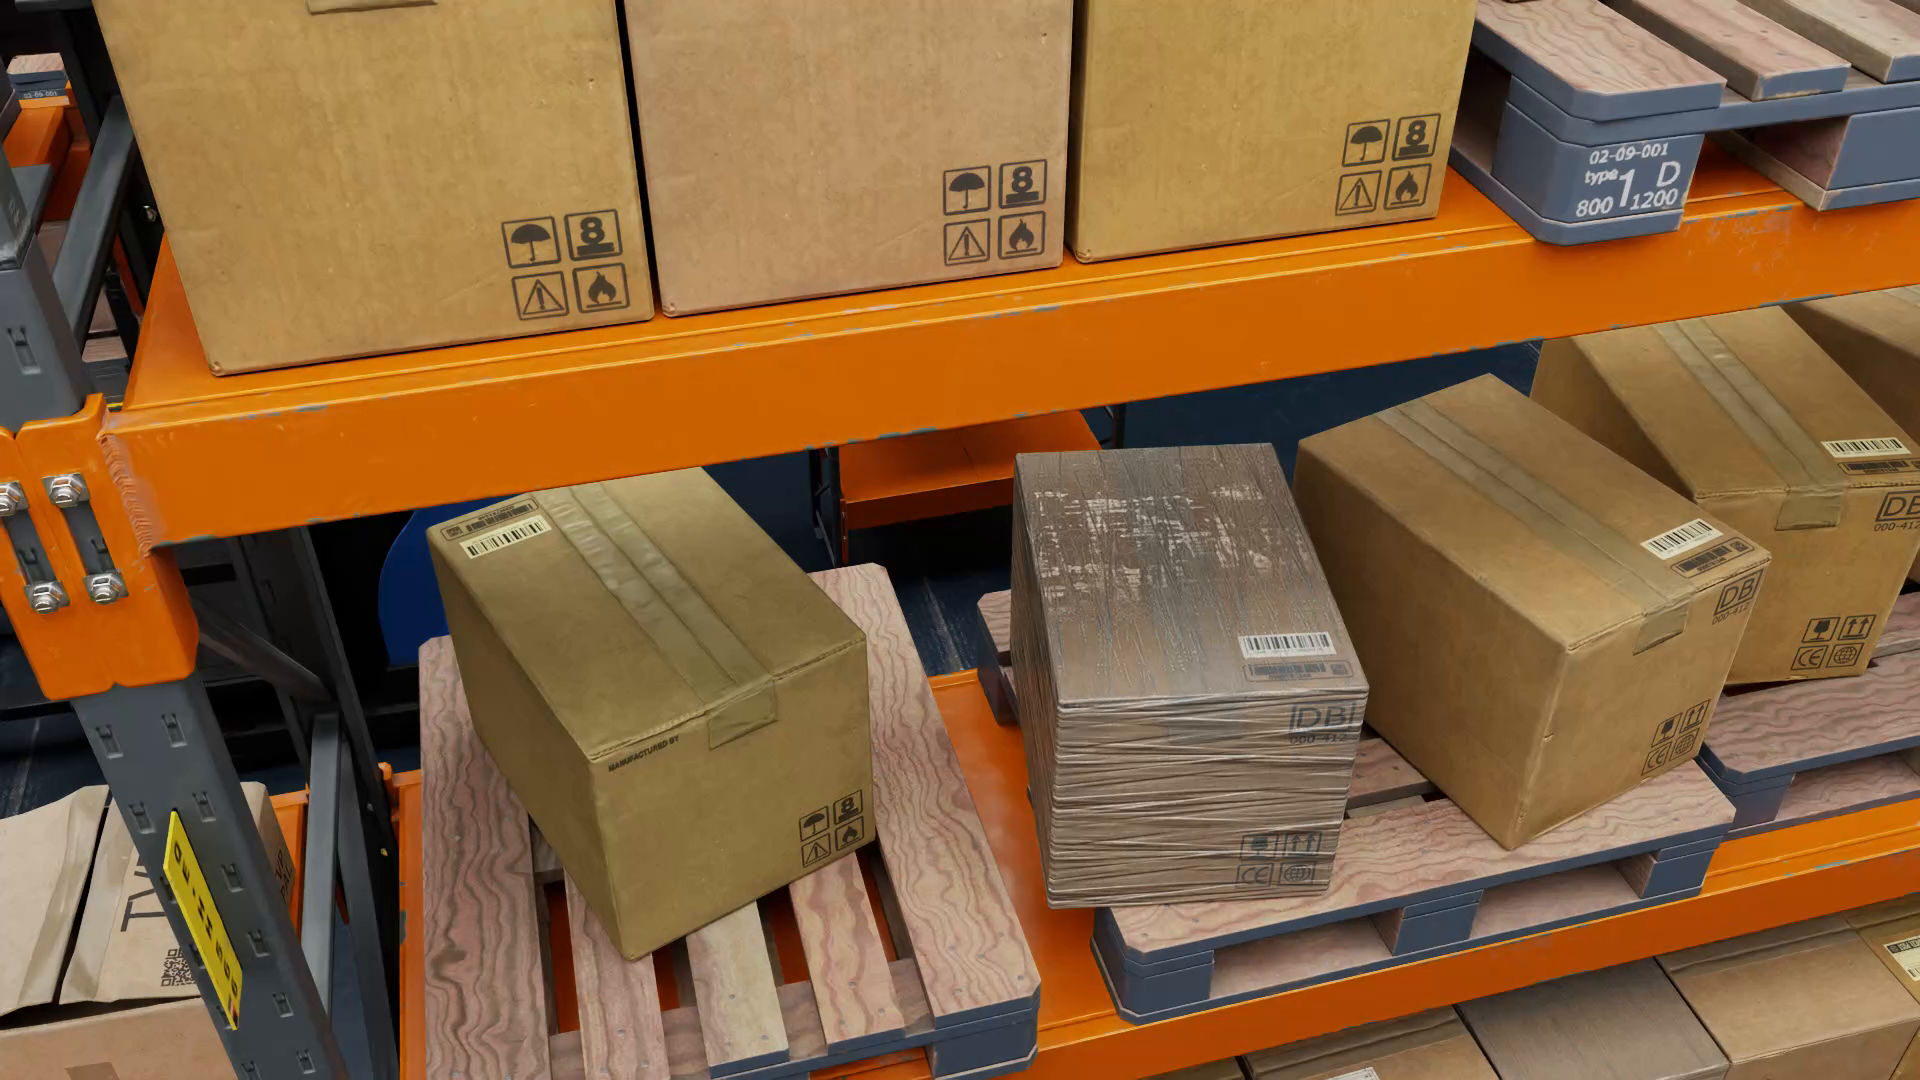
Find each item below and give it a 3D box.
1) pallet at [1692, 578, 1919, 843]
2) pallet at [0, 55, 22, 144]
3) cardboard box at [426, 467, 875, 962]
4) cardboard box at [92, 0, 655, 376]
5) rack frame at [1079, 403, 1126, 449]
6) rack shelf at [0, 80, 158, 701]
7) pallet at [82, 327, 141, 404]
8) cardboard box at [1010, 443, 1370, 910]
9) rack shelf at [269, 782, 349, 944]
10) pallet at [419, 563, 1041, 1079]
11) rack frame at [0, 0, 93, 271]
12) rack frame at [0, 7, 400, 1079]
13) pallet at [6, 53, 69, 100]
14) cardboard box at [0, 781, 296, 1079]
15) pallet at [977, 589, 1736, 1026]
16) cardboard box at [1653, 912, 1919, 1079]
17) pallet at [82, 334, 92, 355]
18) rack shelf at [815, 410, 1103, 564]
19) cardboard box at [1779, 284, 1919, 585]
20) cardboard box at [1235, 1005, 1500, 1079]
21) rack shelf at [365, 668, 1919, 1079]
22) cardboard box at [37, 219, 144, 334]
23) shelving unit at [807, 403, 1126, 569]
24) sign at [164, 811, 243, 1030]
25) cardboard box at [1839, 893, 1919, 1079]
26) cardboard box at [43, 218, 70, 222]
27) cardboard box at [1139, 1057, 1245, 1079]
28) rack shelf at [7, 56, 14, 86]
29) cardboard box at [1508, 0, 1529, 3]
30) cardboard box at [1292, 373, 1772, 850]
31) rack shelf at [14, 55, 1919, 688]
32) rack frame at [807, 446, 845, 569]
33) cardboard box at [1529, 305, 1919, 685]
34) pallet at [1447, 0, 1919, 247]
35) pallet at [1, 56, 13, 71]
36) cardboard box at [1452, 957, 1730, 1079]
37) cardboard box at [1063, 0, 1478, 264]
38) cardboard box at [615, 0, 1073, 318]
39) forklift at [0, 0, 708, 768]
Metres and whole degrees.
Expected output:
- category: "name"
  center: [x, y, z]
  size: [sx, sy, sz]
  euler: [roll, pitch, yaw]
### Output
- category: "pallet"
  center: [1.928, 0.141, 3.754]
  size: [1.213, 0.211, 1.003]
  euler: [-9, 38, -12]
- category: "pallet"
  center: [-1.766, -0.320, 1.886]
  size: [1.003, 0.211, 1.213]
  euler: [-8, 38, -10]
- category: "cardboard box"
  center: [-0.555, 0.264, 3.008]
  size: [0.500, 0.500, 0.700]
  euler: [-23, 43, -27]
- category: "cardboard box"
  center: [-0.721, -0.684, 2.124]
  size: [0.500, 0.500, 0.910]
  euler: [-9, 38, -12]
- category: "rack frame"
  center: [0.497, -0.528, 6.015]
  size: [0.032, 1.125, 0.500]
  euler: [-9, 38, -12]
- category: "rack shelf"
  center: [-3.065, 0.047, 1.843]
  size: [4.000, 0.370, 1.077]
  euler: [-9, 38, -12]
- category: "pallet"
  center: [-3.184, -1.038, 7.434]
  size: [1.213, 0.211, 1.003]
  euler: [-9, 38, -12]
- category: "cardboard box"
  center: [0.378, 0.231, 3.051]
  size: [0.500, 0.500, 0.700]
  euler: [-3, 37, -3]
- category: "rack shelf"
  center: [-3.065, 1.239, 2.754]
  size: [4.000, 0.370, 1.077]
  euler: [-9, 38, -12]
- category: "pallet"
  center: [-0.498, 0.564, 3.202]
  size: [1.003, 0.211, 1.213]
  euler: [-9, 38, -12]
- category: "rack frame"
  center: [-1.134, -1.747, 1.127]
  size: [0.127, 3.000, 1.000]
  euler: [-9, 38, -12]
- category: "rack frame"
  center: [-1.134, 0.636, 2.949]
  size: [0.127, 3.000, 1.000]
  euler: [-9, 38, -12]
- category: "pallet"
  center: [-3.089, -2.017, 6.576]
  size: [1.003, 0.211, 1.213]
  euler: [-9, 38, -12]
- category: "cardboard box"
  center: [-1.496, 0.704, 2.935]
  size: [0.500, 0.311, 0.500]
  euler: [-7, 38, -9]
- category: "pallet"
  center: [0.742, 0.402, 3.414]
  size: [1.213, 0.211, 1.003]
  euler: [-9, 38, -12]
- category: "cardboard box"
  center: [1.847, 1.140, 3.986]
  size: [0.500, 0.500, 0.500]
  euler: [-9, 38, -12]
- category: "pallet"
  center: [-4.359, -0.847, 7.184]
  size: [1.213, 0.211, 1.003]
  euler: [-9, 38, -12]
- category: "rack shelf"
  center: [0.007, -0.254, 6.058]
  size: [1.000, 0.278, 0.538]
  euler: [-9, 38, -12]
- category: "cardboard box"
  center: [2.212, -0.260, 3.693]
  size: [0.500, 0.500, 0.700]
  euler: [-23, 43, -27]
- category: "cardboard box"
  center: [0.872, 1.301, 3.775]
  size: [0.500, 0.500, 0.500]
  euler: [-11, 39, -13]
- category: "rack shelf"
  center: [0.797, 0.605, 3.582]
  size: [4.000, 0.370, 1.077]
  euler: [-9, 38, -12]
- category: "cardboard box"
  center: [-3.638, -1.293, 7.166]
  size: [0.500, 0.500, 0.700]
  euler: [-9, 38, -12]
- category: "shelving unit"
  center: [0.007, -0.448, 5.910]
  size: [1.048, 1.125, 0.538]
  euler: [-9, 38, -12]
- category: "sign"
  center: [-0.986, 0.501, 2.173]
  size: [0.005, 0.325, 0.100]
  euler: [-9, 38, -12]
- category: "cardboard box"
  center: [2.326, 1.067, 4.082]
  size: [0.500, 0.500, 0.500]
  euler: [-10, 38, -12]
- category: "cardboard box"
  center: [-3.677, -1.550, 6.886]
  size: [0.500, 0.250, 0.500]
  euler: [-9, 38, -11]
- category: "cardboard box"
  center: [0.370, 1.387, 3.663]
  size: [0.500, 0.500, 0.500]
  euler: [-10, 38, -13]
- category: "rack shelf"
  center: [-4.360, -1.666, 6.552]
  size: [4.000, 0.370, 1.077]
  euler: [-9, 38, -12]
- category: "cardboard box"
  center: [0.935, -1.186, 2.352]
  size: [0.600, 0.600, 0.600]
  euler: [-11, 39, -14]
- category: "cardboard box"
  center: [1.038, 0.112, 3.207]
  size: [0.500, 0.500, 0.700]
  euler: [-19, 41, -23]
- category: "rack shelf"
  center: [0.797, -0.586, 2.671]
  size: [4.000, 0.370, 1.077]
  euler: [-9, 38, -12]
- category: "rack frame"
  center: [-0.484, -0.367, 5.804]
  size: [0.032, 1.125, 0.500]
  euler: [-9, 38, -12]
- category: "cardboard box"
  center: [1.565, -0.114, 3.502]
  size: [0.500, 0.500, 0.700]
  euler: [-4, 38, -5]
- category: "pallet"
  center: [1.080, -0.886, 2.625]
  size: [1.003, 0.211, 1.213]
  euler: [-9, 38, -12]
- category: "pallet"
  center: [-4.329, -1.855, 6.364]
  size: [1.213, 0.211, 1.003]
  euler: [-9, 38, -12]
- category: "cardboard box"
  center: [1.363, 1.220, 3.882]
  size: [0.500, 0.500, 0.500]
  euler: [-9, 38, -11]
- category: "cardboard box"
  center: [0.273, -0.847, 2.337]
  size: [0.500, 0.500, 0.910]
  euler: [-9, 38, -12]
- category: "cardboard box"
  center: [-0.229, -0.765, 2.230]
  size: [0.500, 0.500, 0.910]
  euler: [-9, 38, -12]
- category: "forklift"
  center: [-2.342, -0.763, 4.835]
  size: [3.031, 2.935, 1.130]
  euler: [-8, 38, -10]
